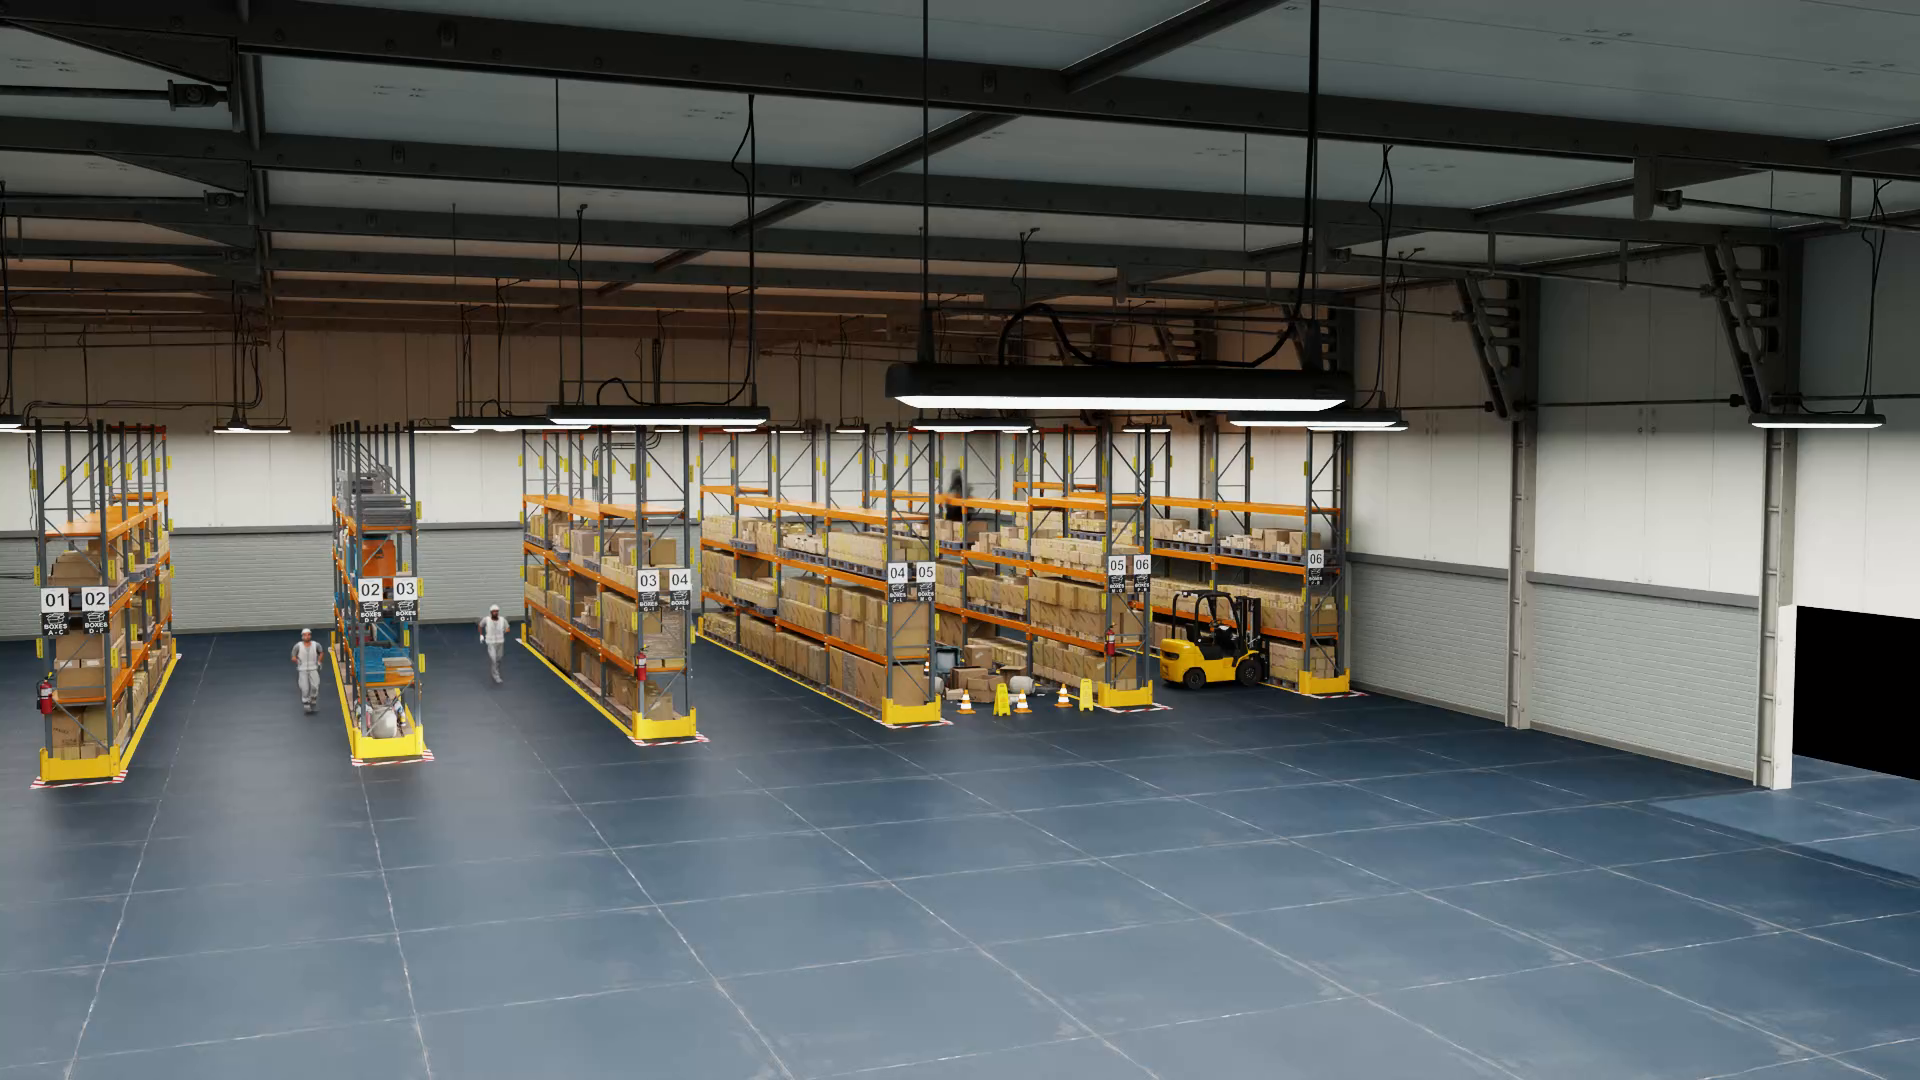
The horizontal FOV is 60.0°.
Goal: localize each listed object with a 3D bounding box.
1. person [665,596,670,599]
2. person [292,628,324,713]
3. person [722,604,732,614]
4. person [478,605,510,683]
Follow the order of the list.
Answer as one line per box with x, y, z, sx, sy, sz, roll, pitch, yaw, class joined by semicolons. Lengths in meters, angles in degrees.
-8.398;1.913;48.561;0.634;1.614;0.689;4;5;45;person
-13.406;2.697;34.220;0.628;1.753;0.632;-2;4;-24;person
-6.900;1.794;49.658;0.745;1.652;0.724;2;4;24;person
-10.812;2.389;38.667;0.686;1.764;0.979;-2;4;-30;person
